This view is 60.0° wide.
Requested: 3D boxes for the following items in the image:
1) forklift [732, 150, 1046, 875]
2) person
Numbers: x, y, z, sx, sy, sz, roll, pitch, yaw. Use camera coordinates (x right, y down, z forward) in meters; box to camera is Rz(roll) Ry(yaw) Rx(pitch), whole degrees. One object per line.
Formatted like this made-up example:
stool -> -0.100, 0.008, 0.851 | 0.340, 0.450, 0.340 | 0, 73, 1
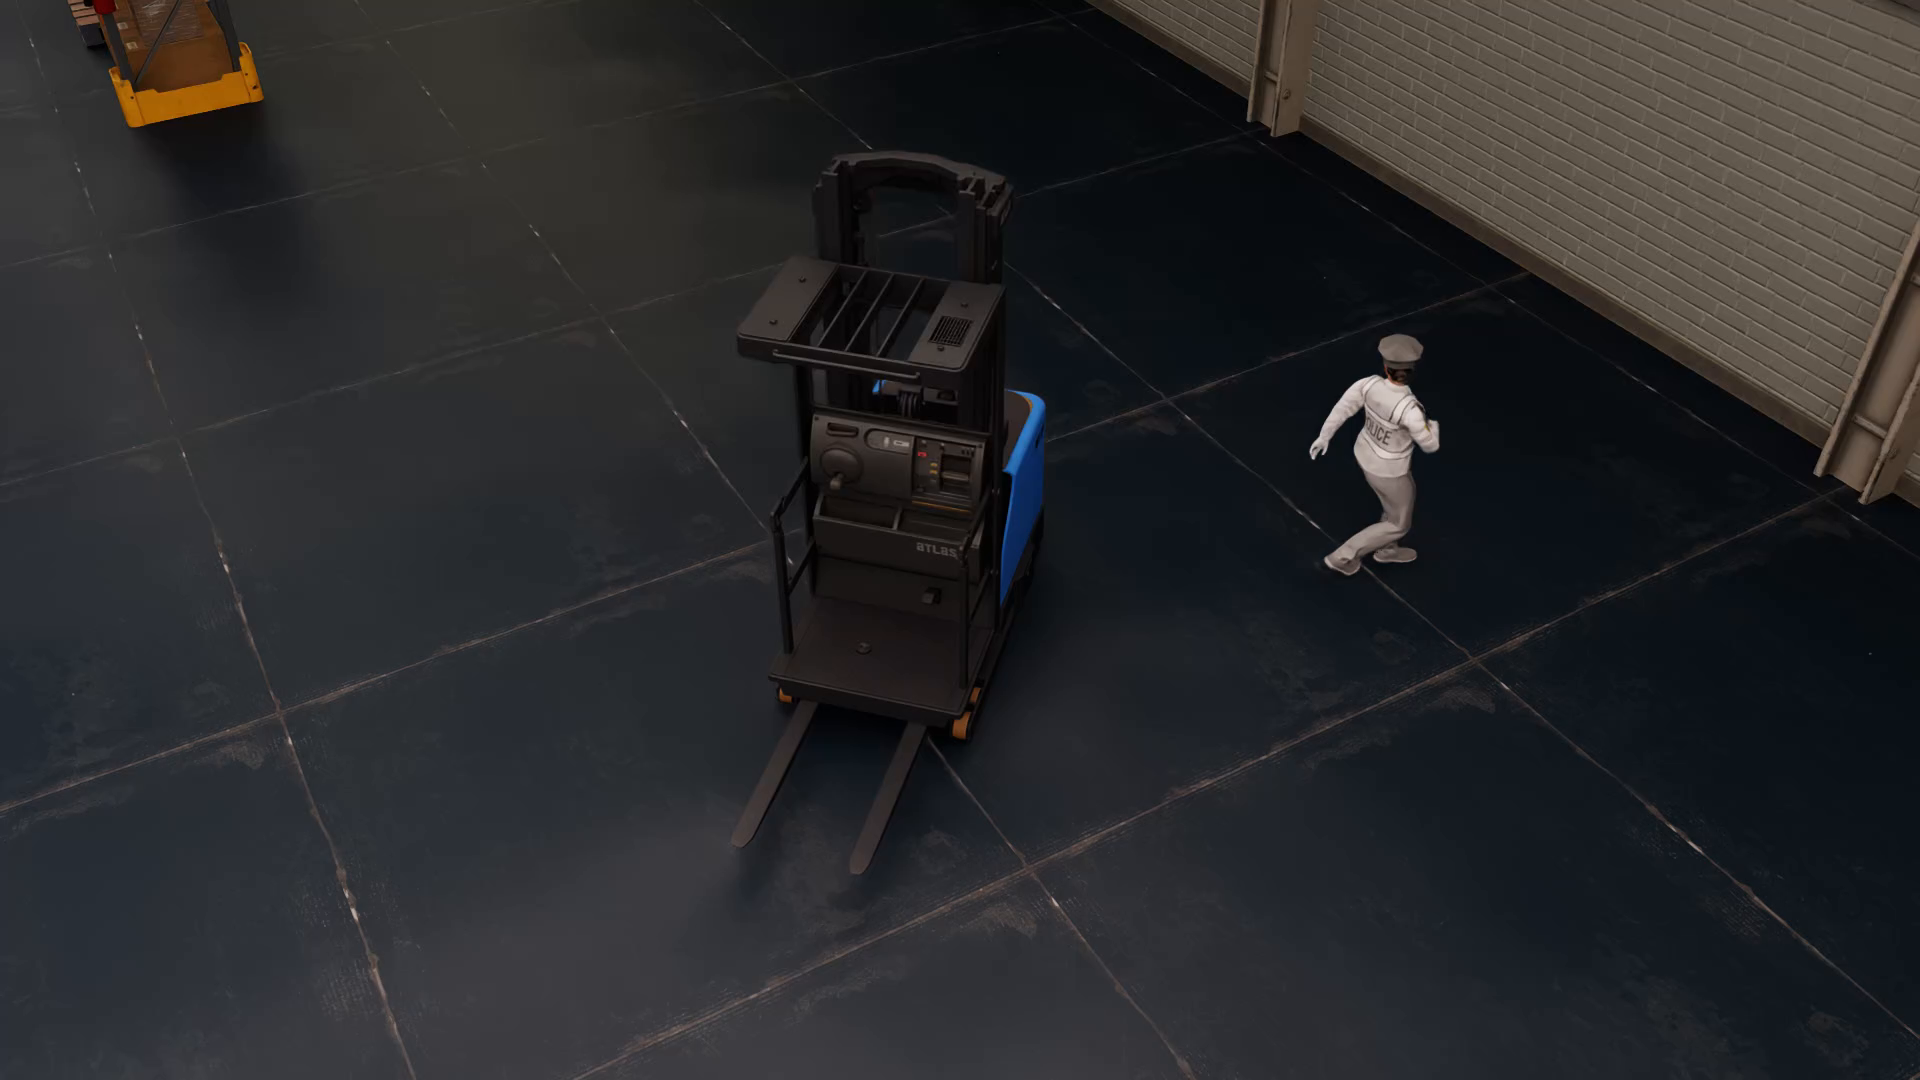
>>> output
forklift -> -0.383, -0.326, 8.429 | 1.130, 2.935, 3.031 | 10, 41, 12
person -> 2.458, -0.469, 9.666 | 0.710, 1.597, 0.559 | -8, 40, -9
